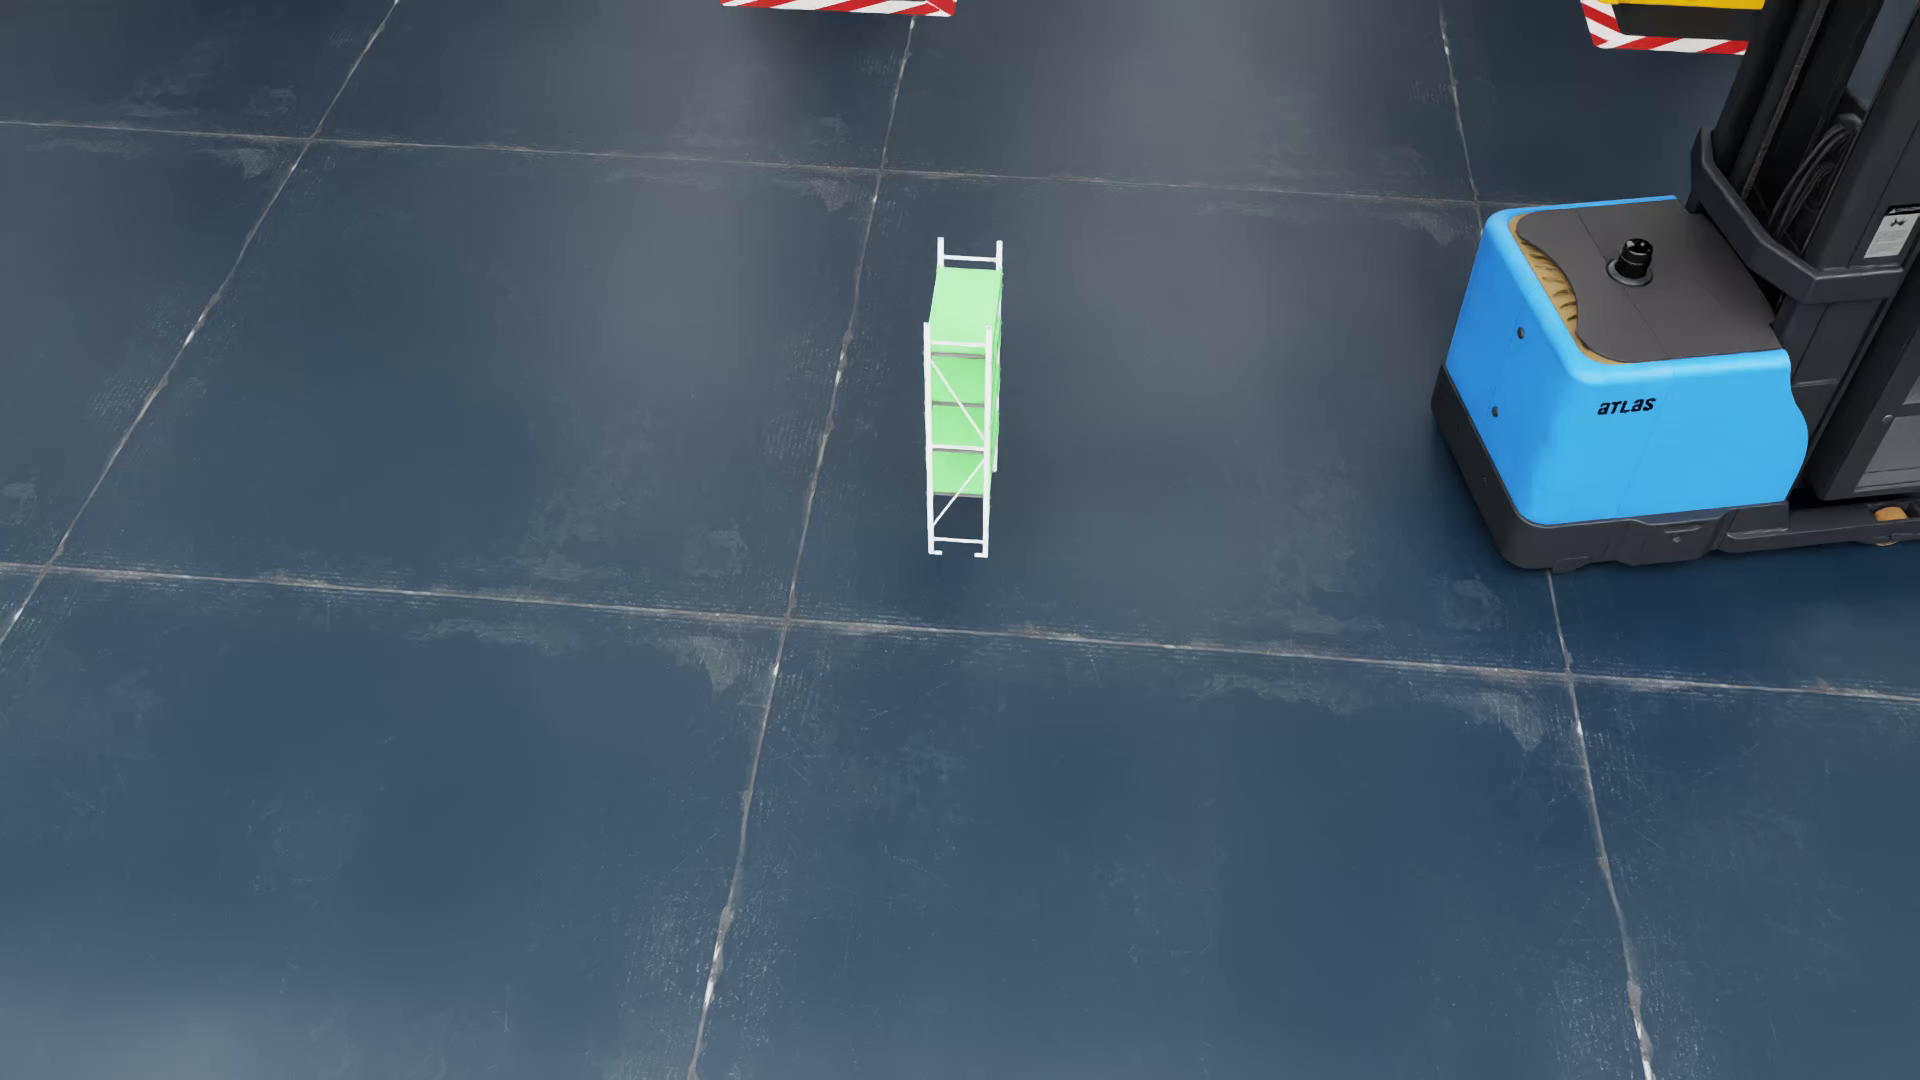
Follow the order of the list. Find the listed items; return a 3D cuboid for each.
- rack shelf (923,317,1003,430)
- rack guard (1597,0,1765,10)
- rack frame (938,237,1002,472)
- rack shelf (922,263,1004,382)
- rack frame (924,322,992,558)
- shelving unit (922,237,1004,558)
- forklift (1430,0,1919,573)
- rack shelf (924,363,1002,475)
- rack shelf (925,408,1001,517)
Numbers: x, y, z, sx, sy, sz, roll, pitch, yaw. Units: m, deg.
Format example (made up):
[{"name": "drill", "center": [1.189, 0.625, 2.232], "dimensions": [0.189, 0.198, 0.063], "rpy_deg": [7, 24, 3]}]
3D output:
[{"name": "rack shelf", "center": [0.015, -0.645, 6.314], "dimensions": [0.258, 0.148, 0.480], "rpy_deg": [4, 48, 4]}, {"name": "rack guard", "center": [4.276, -3.359, 9.510], "dimensions": [1.175, 0.500, 0.348], "rpy_deg": [4, 48, 4]}, {"name": "rack frame", "center": [0.037, -0.706, 6.608], "dimensions": [0.240, 1.200, 0.015], "rpy_deg": [4, 48, 4]}, {"name": "rack shelf", "center": [0.015, -0.807, 6.137], "dimensions": [0.258, 0.148, 0.480], "rpy_deg": [4, 48, 4]}, {"name": "rack frame", "center": [-0.007, -0.347, 6.280], "dimensions": [0.240, 1.200, 0.015], "rpy_deg": [4, 48, 4]}, {"name": "shelving unit", "center": [0.015, -0.527, 6.444], "dimensions": [0.258, 1.200, 0.503], "rpy_deg": [4, 48, 4]}, {"name": "forklift", "center": [3.597, -1.350, 6.024], "dimensions": [3.031, 2.935, 1.130], "rpy_deg": [-6, 48, -5]}, {"name": "rack shelf", "center": [0.015, -0.483, 6.492], "dimensions": [0.258, 0.148, 0.480], "rpy_deg": [4, 48, 4]}, {"name": "rack shelf", "center": [0.015, -0.321, 6.669], "dimensions": [0.258, 0.148, 0.480], "rpy_deg": [4, 48, 4]}]
